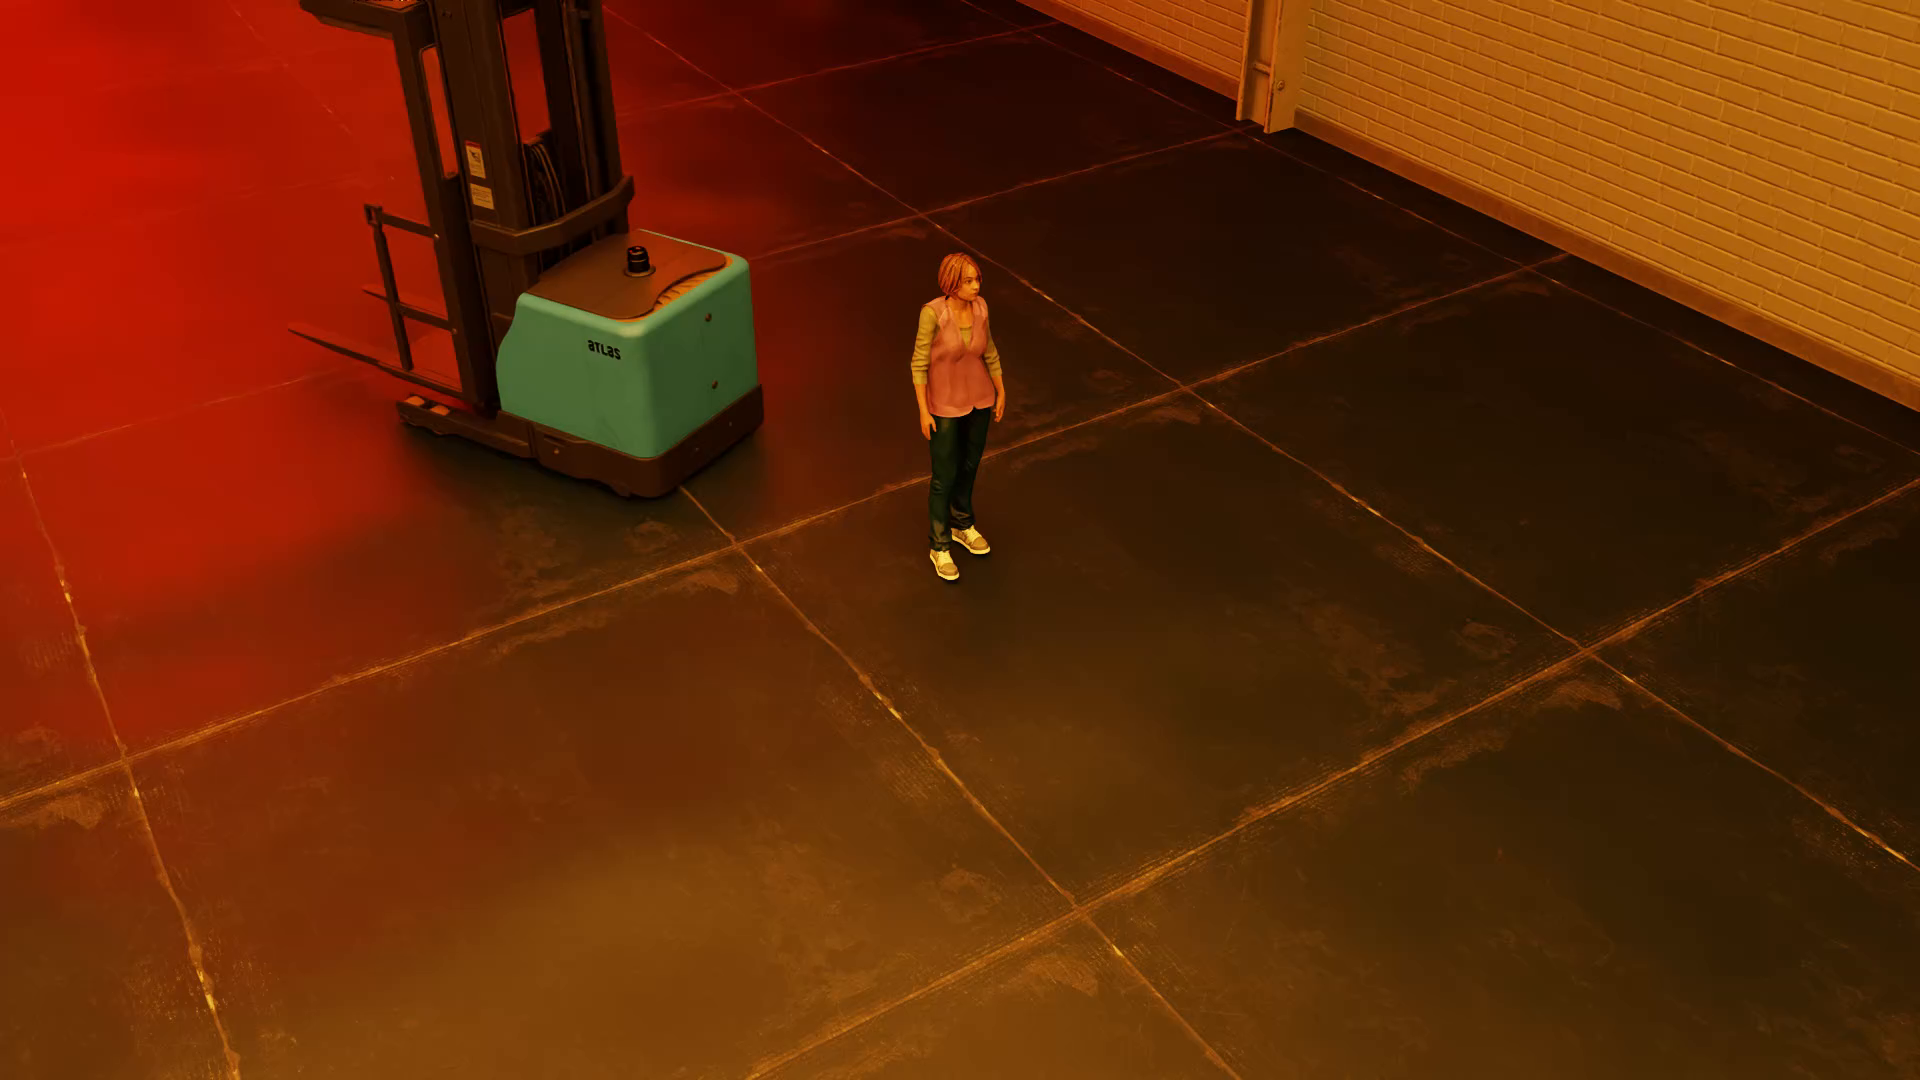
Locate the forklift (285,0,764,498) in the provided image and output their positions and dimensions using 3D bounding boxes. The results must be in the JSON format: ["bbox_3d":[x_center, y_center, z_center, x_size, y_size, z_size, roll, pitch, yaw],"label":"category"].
[{"bbox_3d":[-2.658,-2.046,9.060,3.031,2.935,1.130,19,39,25],"label":"forklift"}]

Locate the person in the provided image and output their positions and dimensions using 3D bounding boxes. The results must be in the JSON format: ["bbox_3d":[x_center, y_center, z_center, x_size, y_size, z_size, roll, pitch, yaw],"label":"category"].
[{"bbox_3d":[0.028,-0.620,8.177,0.520,1.596,0.475,-21,40,-27],"label":"person"}]
